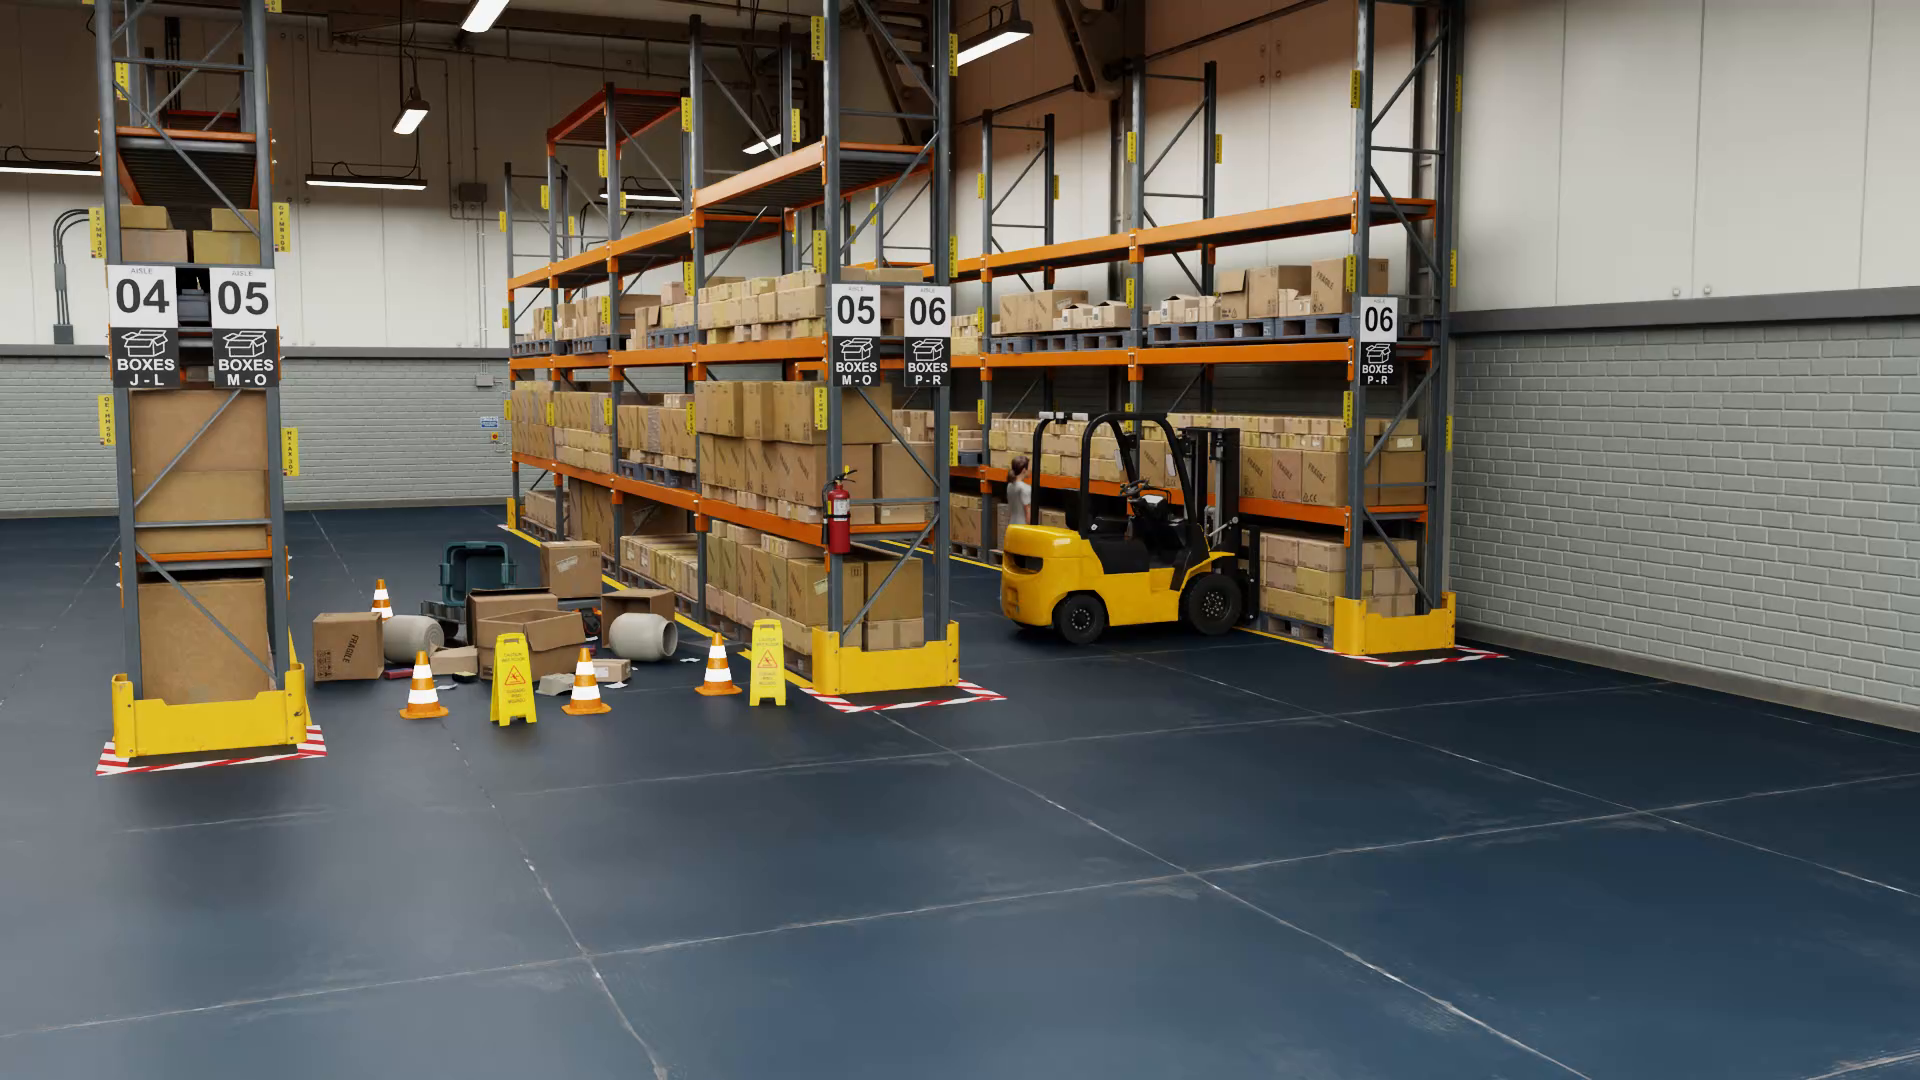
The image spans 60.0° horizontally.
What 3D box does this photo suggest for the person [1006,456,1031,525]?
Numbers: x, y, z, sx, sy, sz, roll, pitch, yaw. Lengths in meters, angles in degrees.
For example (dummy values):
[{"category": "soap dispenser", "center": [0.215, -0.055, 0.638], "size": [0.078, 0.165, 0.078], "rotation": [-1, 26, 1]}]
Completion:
[{"category": "person", "center": [0.647, -0.043, 17.566], "size": [0.355, 1.690, 0.438], "rotation": [-2, 6, -23]}]
